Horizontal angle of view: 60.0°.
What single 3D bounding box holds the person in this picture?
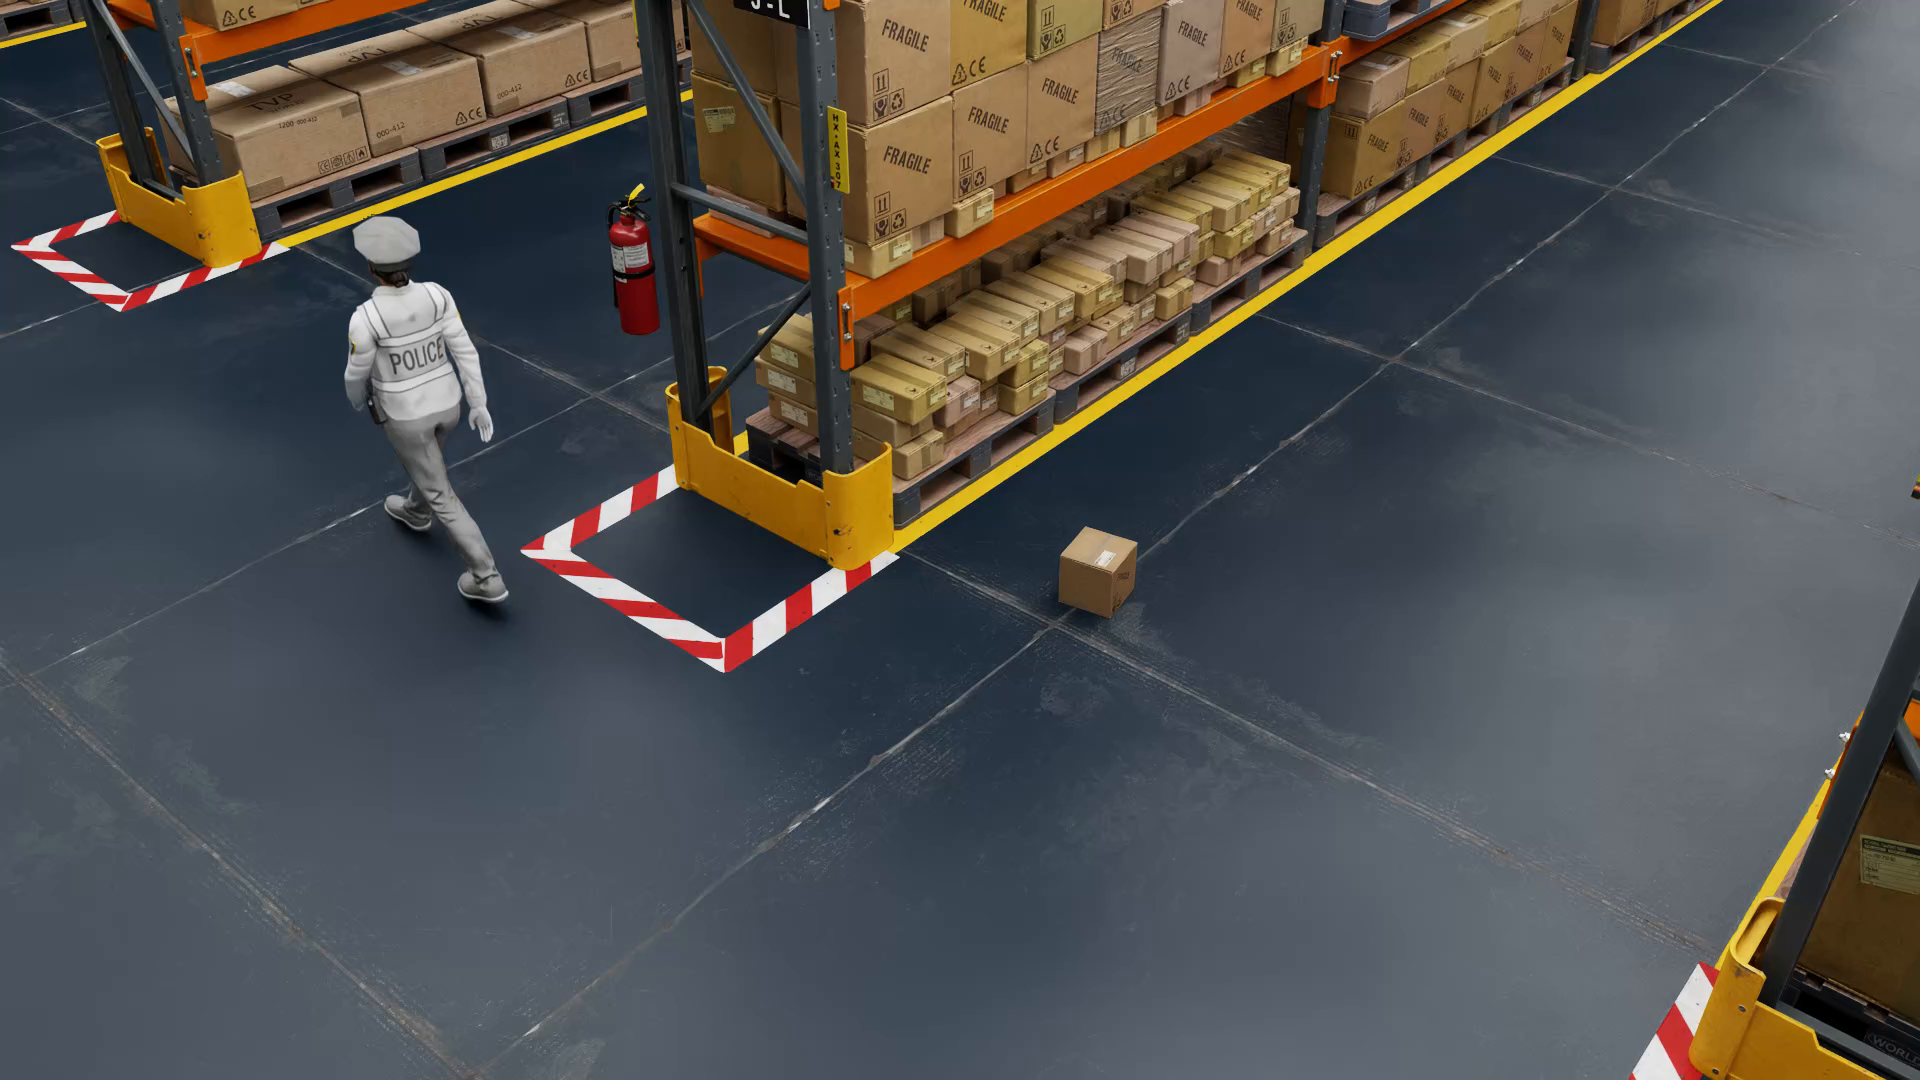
[{"bbox_3d":[-2.293,-0.583,6.935,1.036,1.615,0.479,24,42,30],"label":"person"}]
